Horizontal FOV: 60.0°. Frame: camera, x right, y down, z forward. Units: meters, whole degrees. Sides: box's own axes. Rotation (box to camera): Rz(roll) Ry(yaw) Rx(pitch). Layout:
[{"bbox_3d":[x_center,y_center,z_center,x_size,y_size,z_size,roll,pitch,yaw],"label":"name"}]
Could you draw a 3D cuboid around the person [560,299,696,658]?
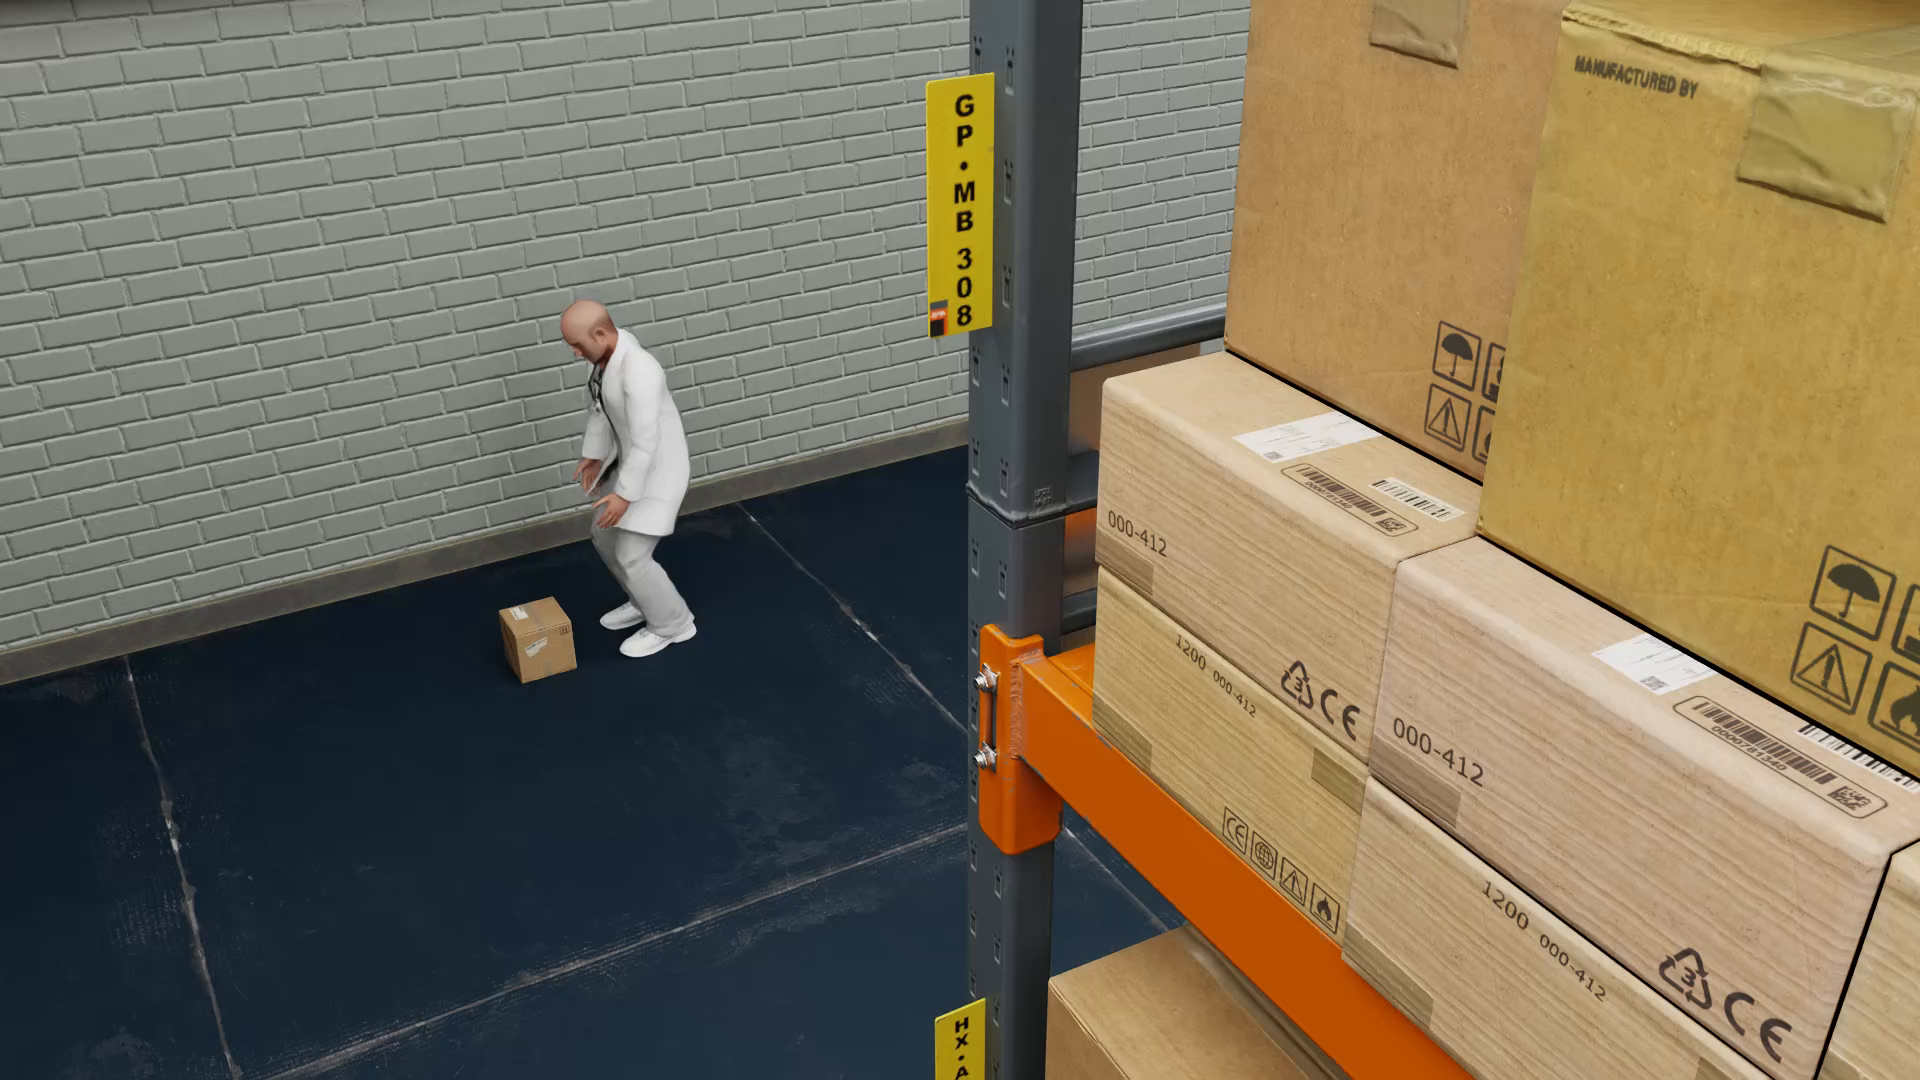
[{"bbox_3d":[-1.432,-0.281,7.288,0.503,1.662,0.608,-15,32,-25],"label":"person"}]
